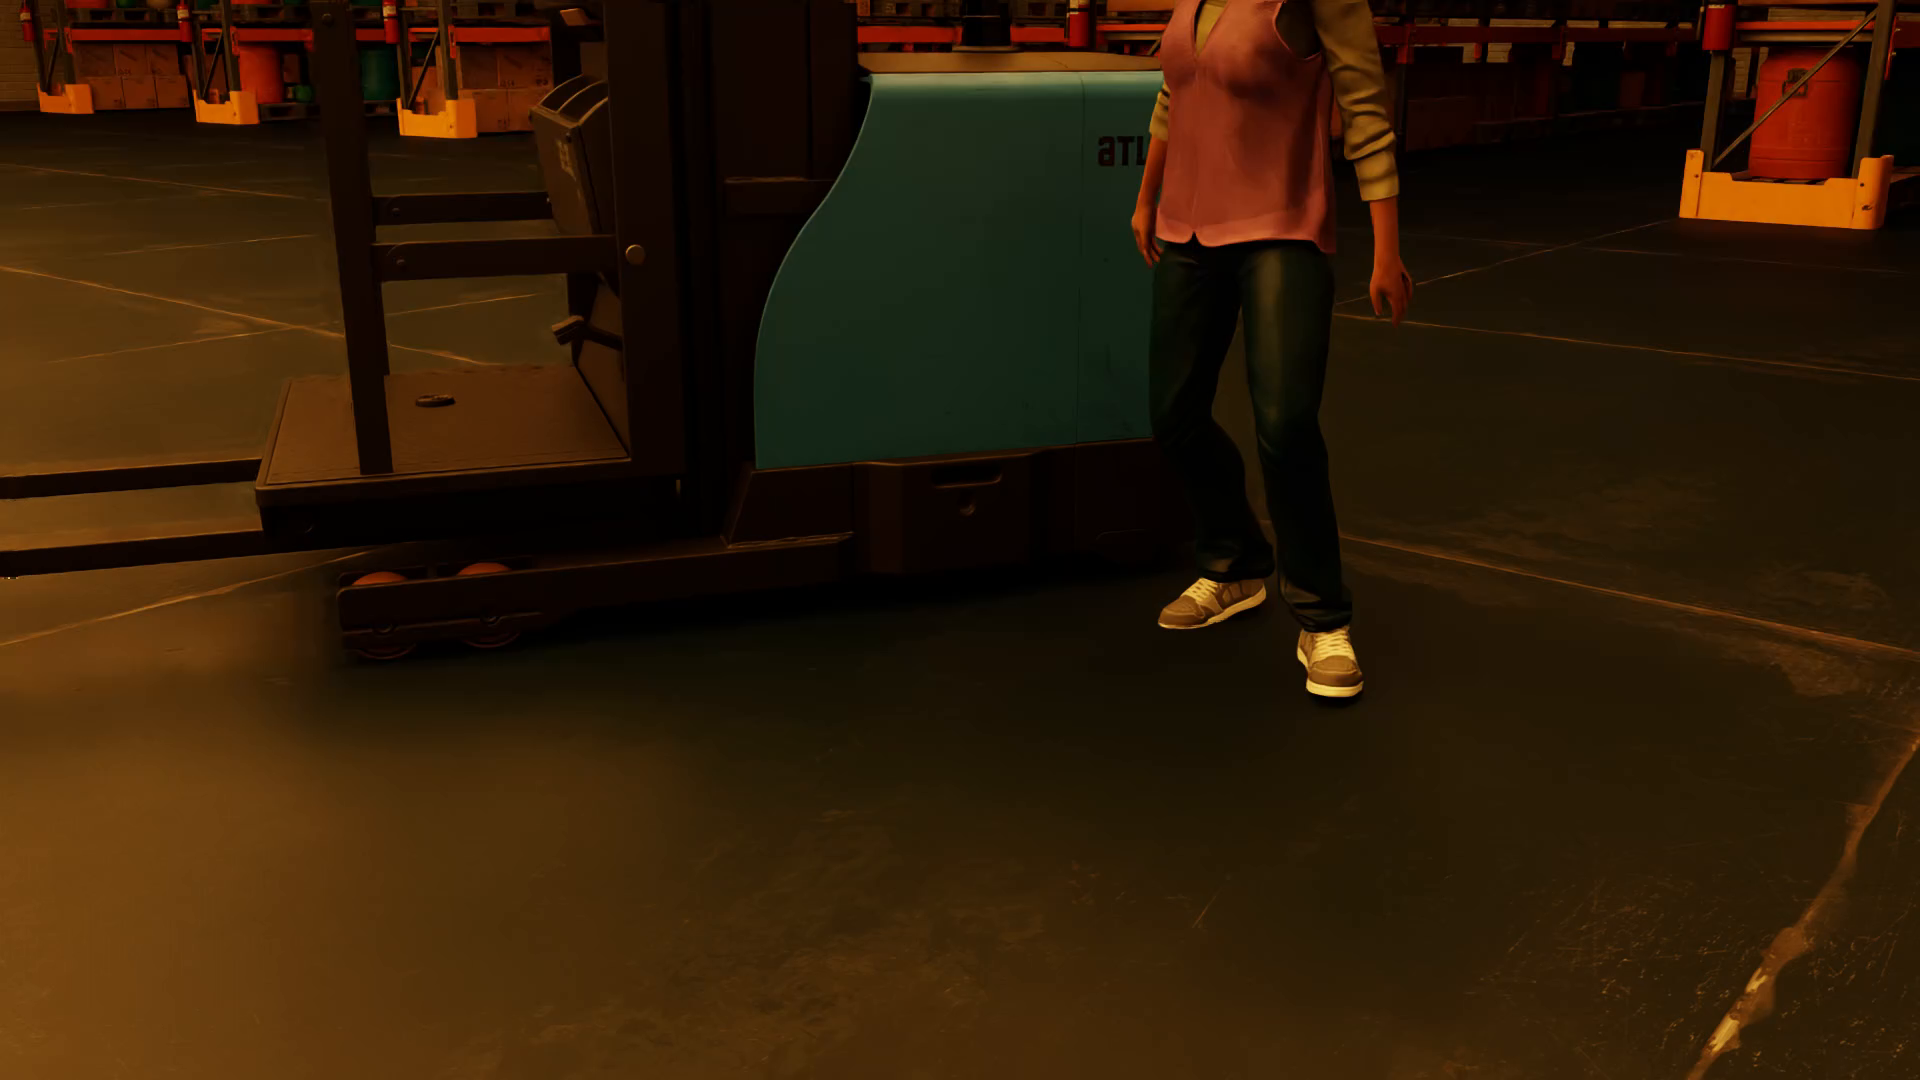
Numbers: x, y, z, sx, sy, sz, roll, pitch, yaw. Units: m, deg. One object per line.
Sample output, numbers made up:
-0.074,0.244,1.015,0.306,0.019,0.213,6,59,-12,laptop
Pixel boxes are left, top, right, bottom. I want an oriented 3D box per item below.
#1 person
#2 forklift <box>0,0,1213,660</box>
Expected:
0.549,-0.532,3.075,0.405,1.563,0.730,-12,21,-35,person
-0.999,-1.345,3.326,3.031,2.935,1.130,-6,18,-18,forklift
